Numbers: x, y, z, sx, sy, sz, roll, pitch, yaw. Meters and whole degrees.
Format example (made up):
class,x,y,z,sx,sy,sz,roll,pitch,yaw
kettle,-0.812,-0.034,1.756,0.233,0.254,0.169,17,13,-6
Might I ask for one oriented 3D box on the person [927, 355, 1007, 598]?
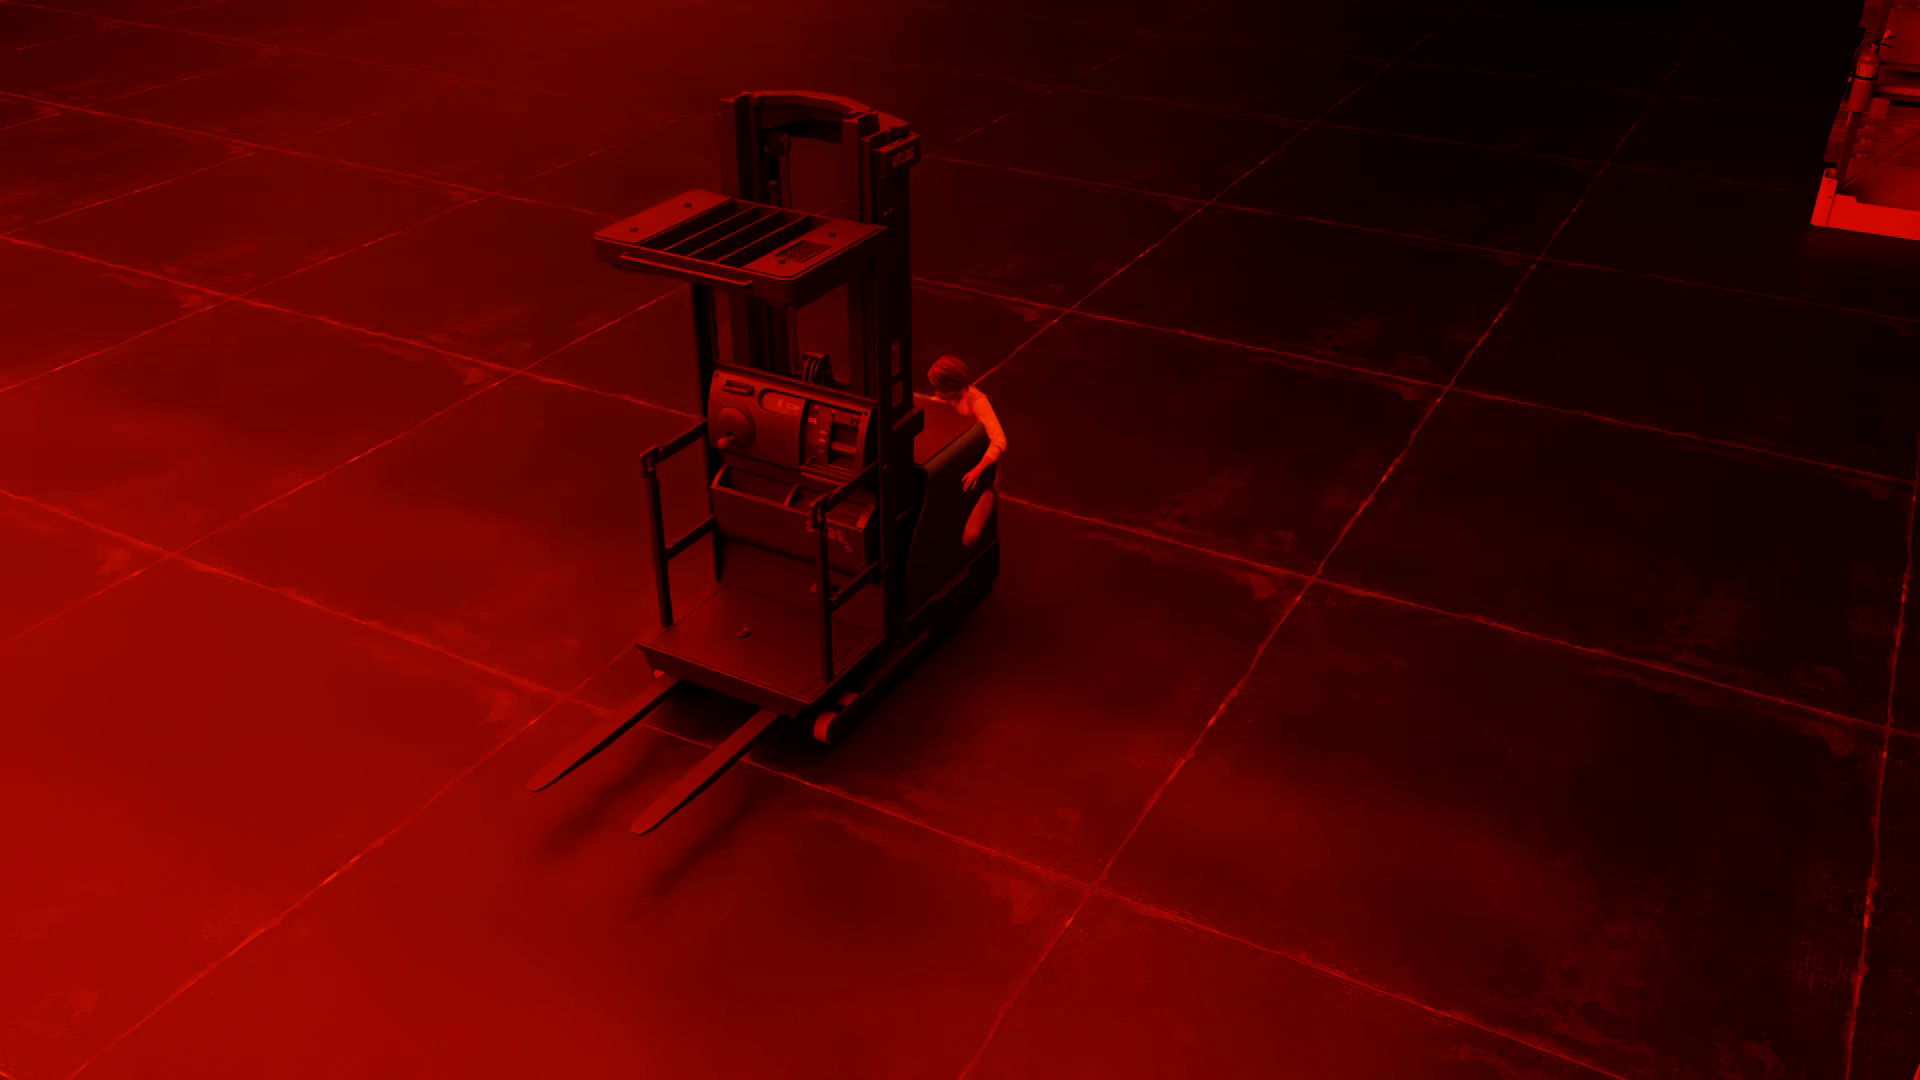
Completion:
class,x,y,z,sx,sy,sz,roll,pitch,yaw
person,-0.107,-0.325,9.158,0.688,1.349,0.822,-26,39,-37

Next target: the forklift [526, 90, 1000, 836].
class,x,y,z,sx,sy,sz,roll,pitch,yaw
forklift,-0.943,-0.518,7.968,1.130,2.935,3.031,16,34,26
